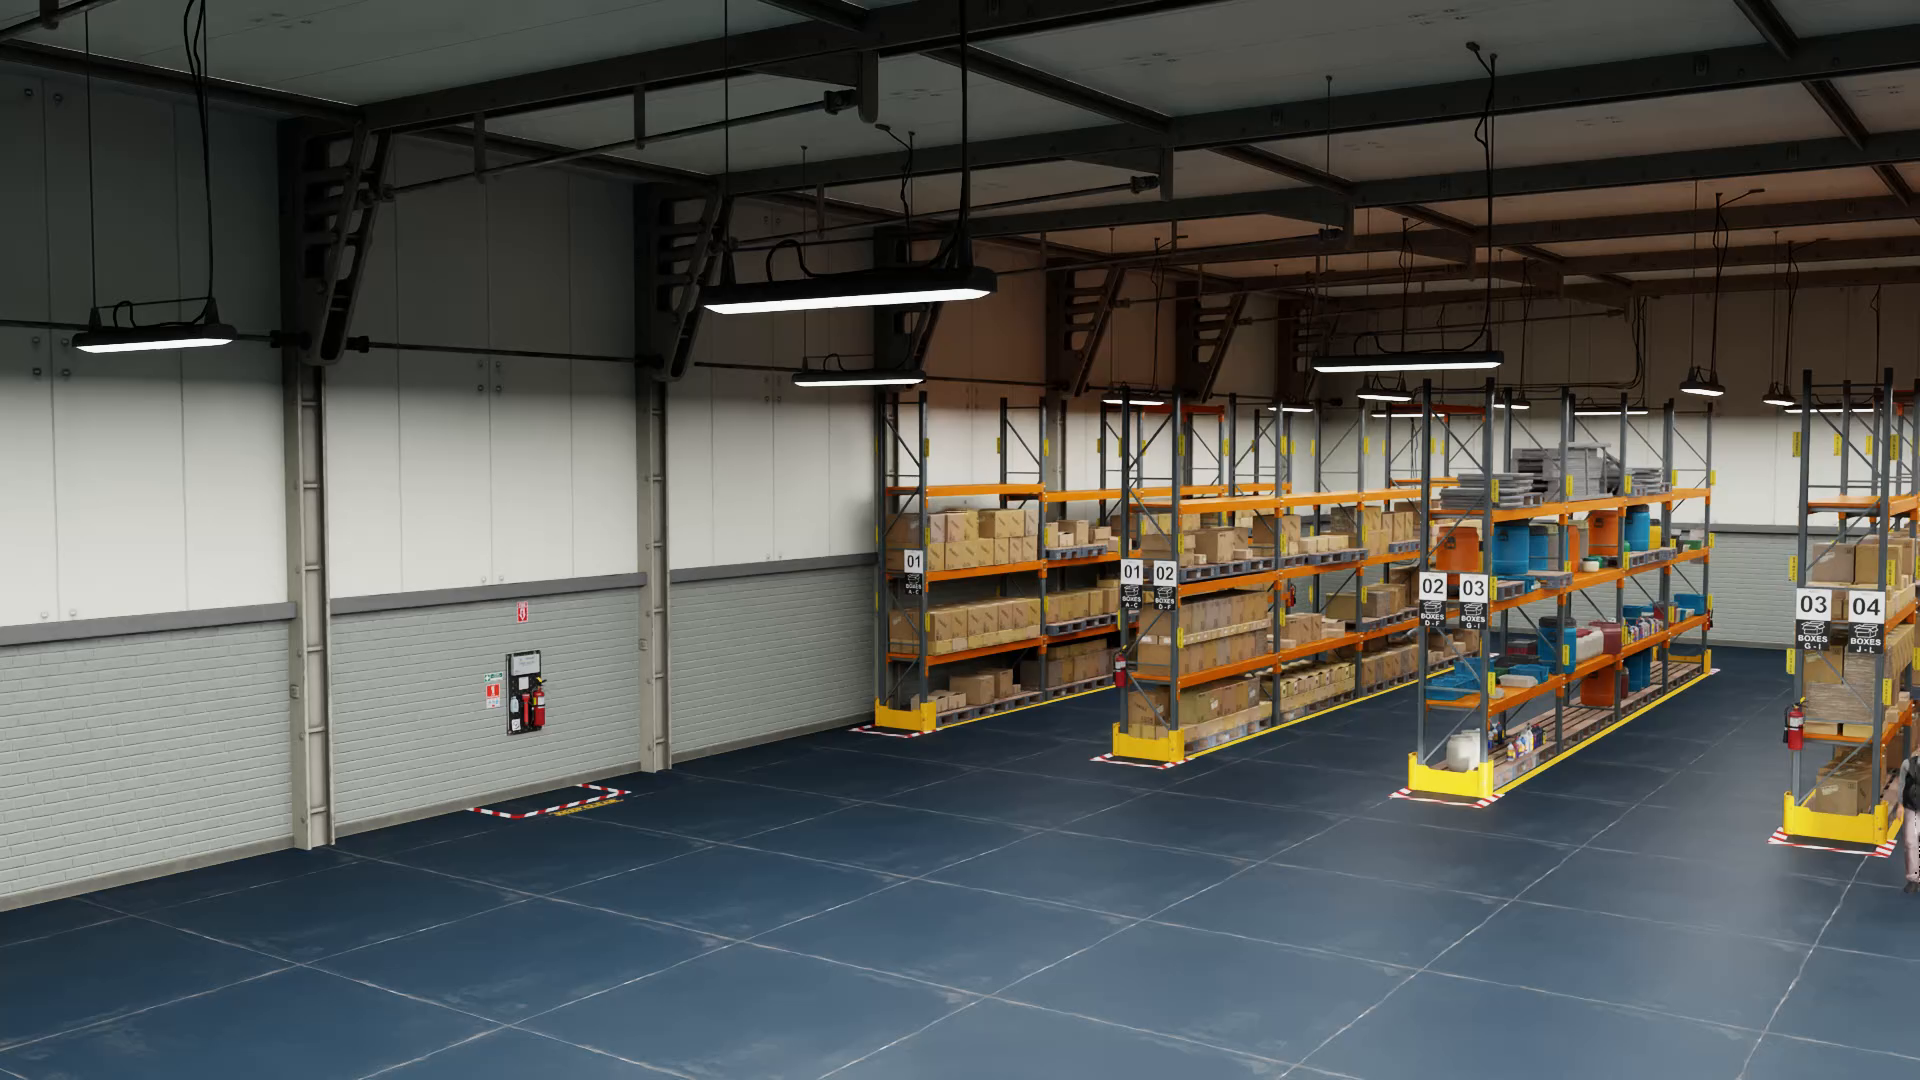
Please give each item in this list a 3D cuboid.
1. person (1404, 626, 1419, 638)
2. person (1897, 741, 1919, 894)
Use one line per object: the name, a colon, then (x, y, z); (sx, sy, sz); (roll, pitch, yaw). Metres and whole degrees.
person: (11.257, 1.829, 41.407); (0.588, 1.775, 0.584); (1, 3, 13)
person: (10.939, 3.107, 18.839); (0.589, 1.752, 0.649); (2, 4, 36)
